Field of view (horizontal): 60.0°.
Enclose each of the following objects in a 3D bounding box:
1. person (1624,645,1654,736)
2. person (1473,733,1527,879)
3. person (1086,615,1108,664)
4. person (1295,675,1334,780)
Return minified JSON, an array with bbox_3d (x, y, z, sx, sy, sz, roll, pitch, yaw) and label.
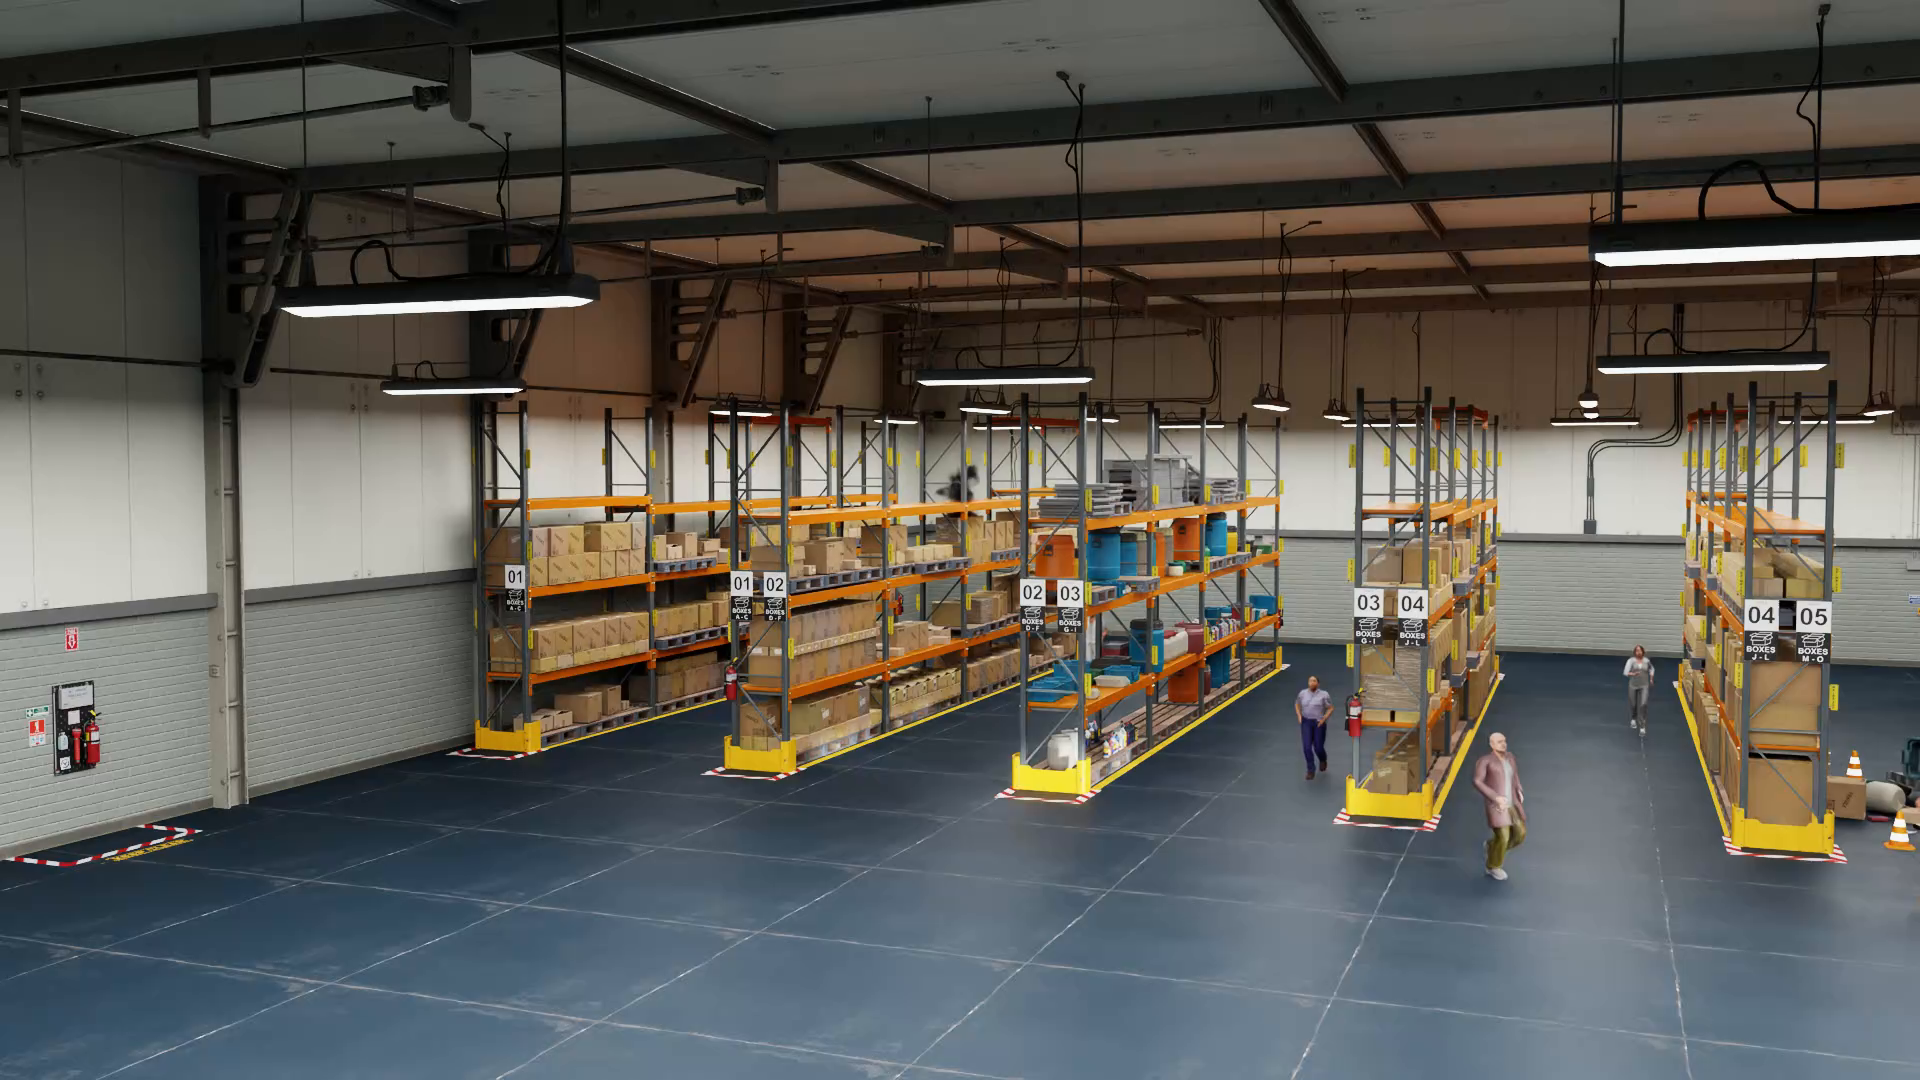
[{"bbox_3d":[12.355,2.708,30.266,0.529,1.607,0.851,1,3,19],"label":"person"},{"bbox_3d":[6.465,3.170,19.881,0.717,1.741,0.571,-1,3,-25],"label":"person"},{"bbox_3d":[2.949,2.326,37.107,0.651,1.739,0.612,1,3,14],"label":"person"},{"bbox_3d":[5.549,2.934,26.181,0.586,1.619,0.620,1,3,22],"label":"person"}]
